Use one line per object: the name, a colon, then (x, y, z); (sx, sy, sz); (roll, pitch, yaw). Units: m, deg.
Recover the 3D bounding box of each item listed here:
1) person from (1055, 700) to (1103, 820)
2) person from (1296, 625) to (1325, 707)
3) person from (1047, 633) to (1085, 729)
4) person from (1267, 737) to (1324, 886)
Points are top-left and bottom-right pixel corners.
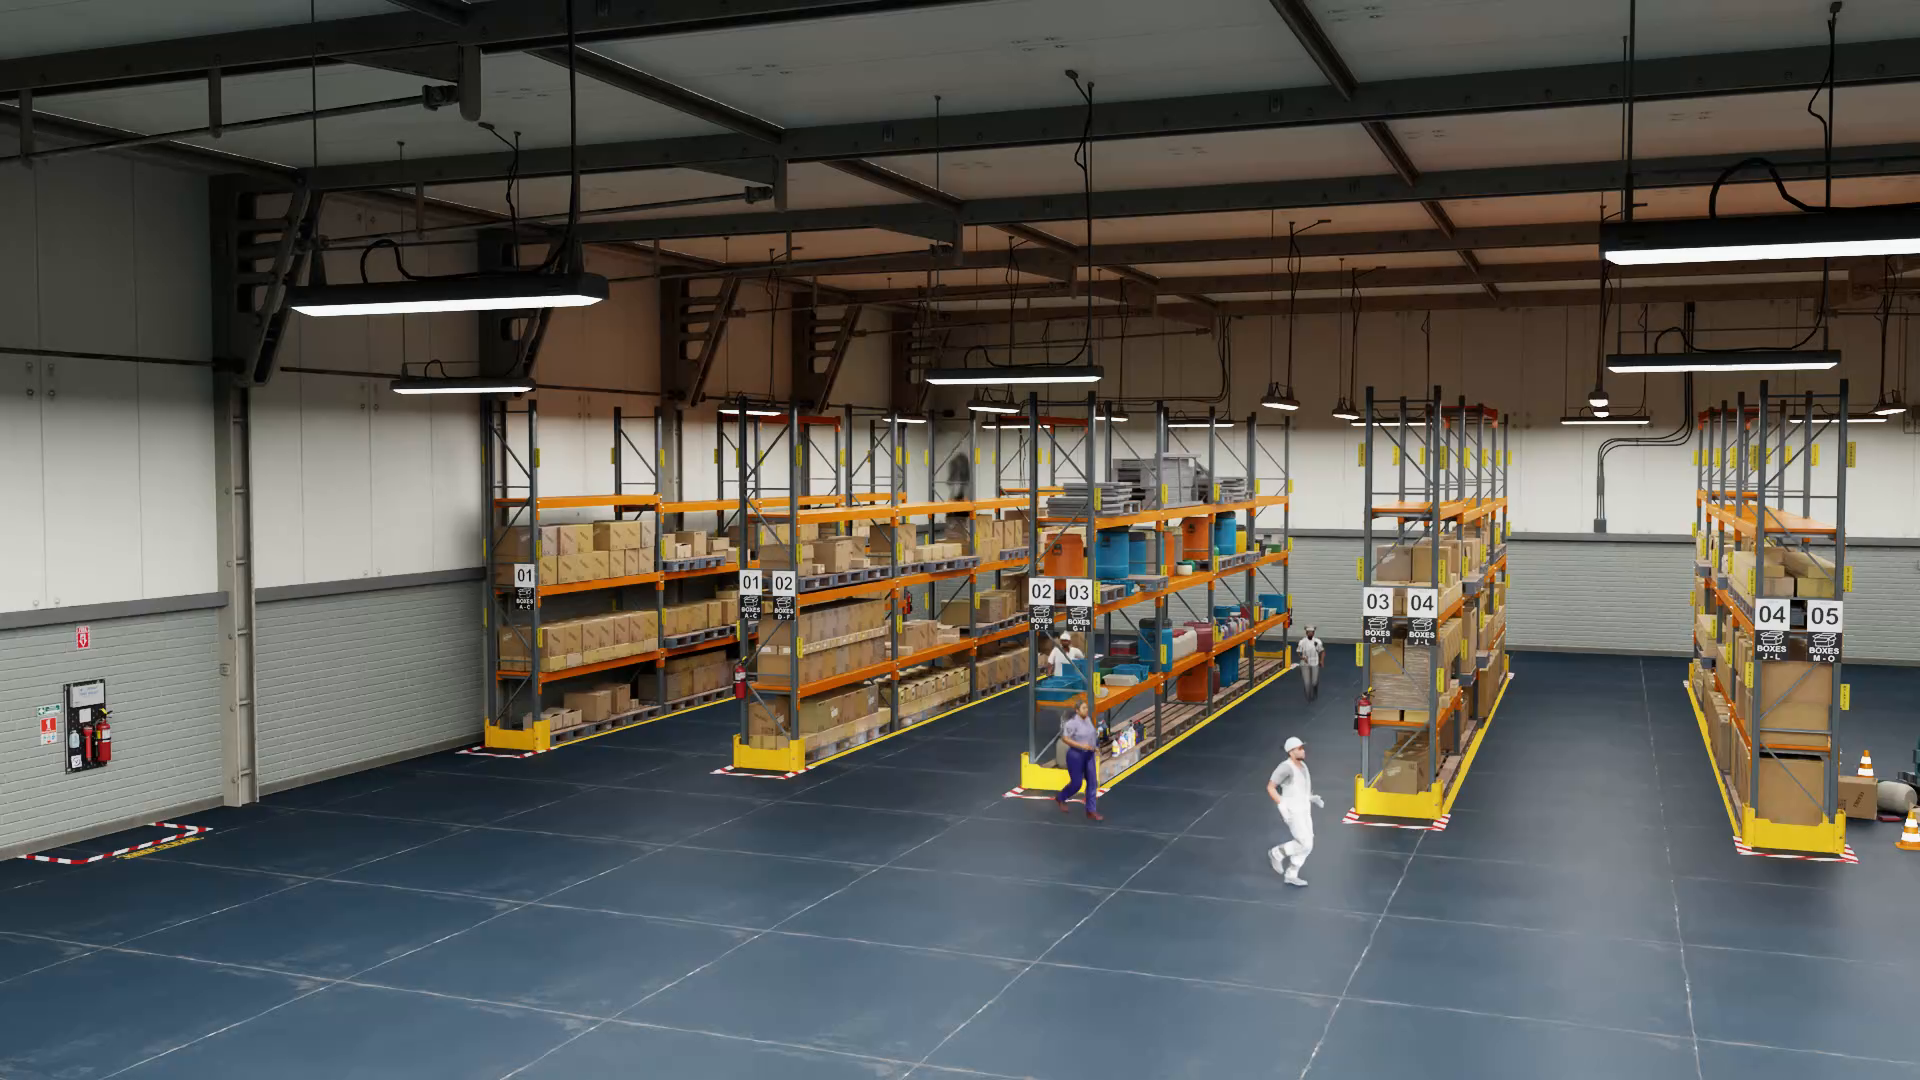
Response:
person: (1.668, 3.047, 23.141); (0.627, 1.624, 0.782); (-2, 4, -42)
person: (7.052, 2.532, 33.429); (0.570, 1.656, 0.553); (1, 3, 10)
person: (1.982, 2.619, 31.070); (0.709, 1.765, 0.824); (1, 3, 13)
person: (3.929, 3.175, 19.464); (0.594, 1.735, 0.661); (2, 4, 41)
